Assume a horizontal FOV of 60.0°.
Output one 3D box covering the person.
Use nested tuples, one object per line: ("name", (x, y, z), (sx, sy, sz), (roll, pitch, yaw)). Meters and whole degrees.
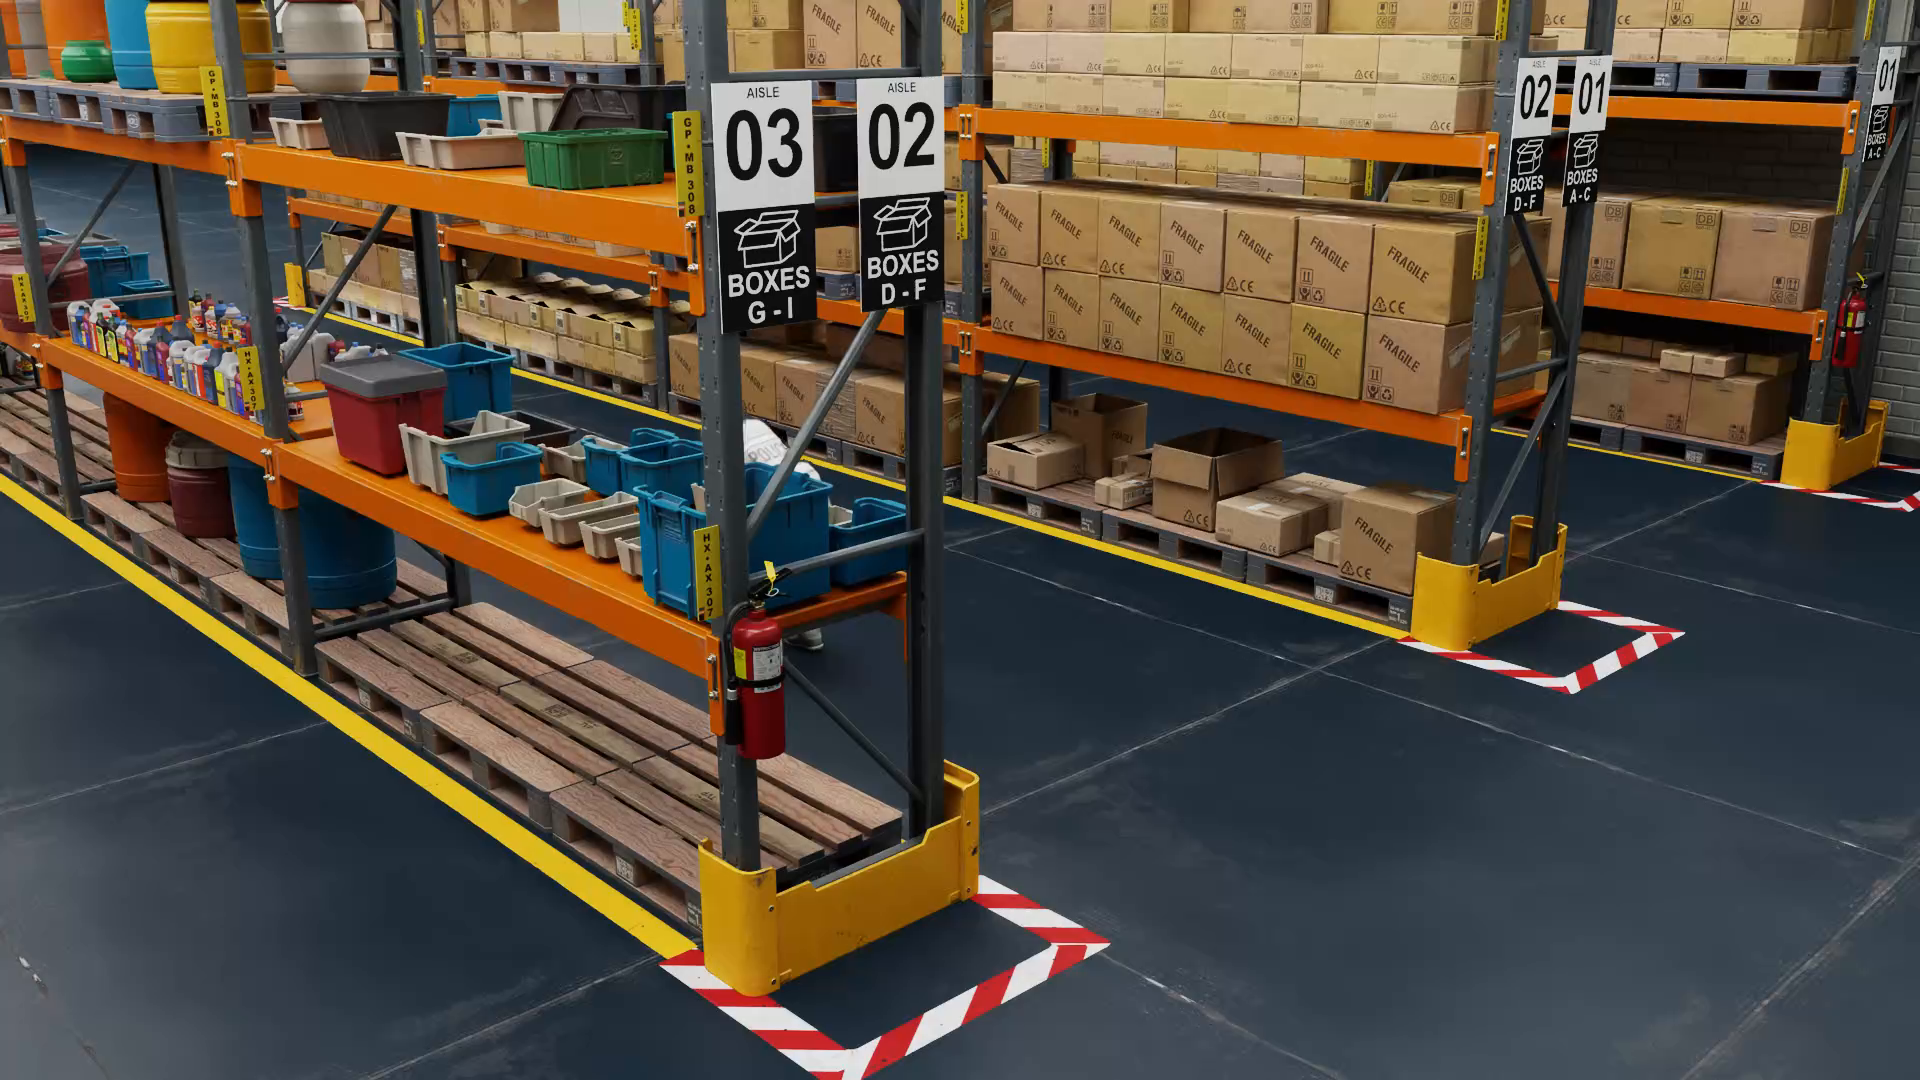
("person", (-1.096, -0.073, 9.223), (0.461, 1.405, 0.837), (-17, 24, -42))
